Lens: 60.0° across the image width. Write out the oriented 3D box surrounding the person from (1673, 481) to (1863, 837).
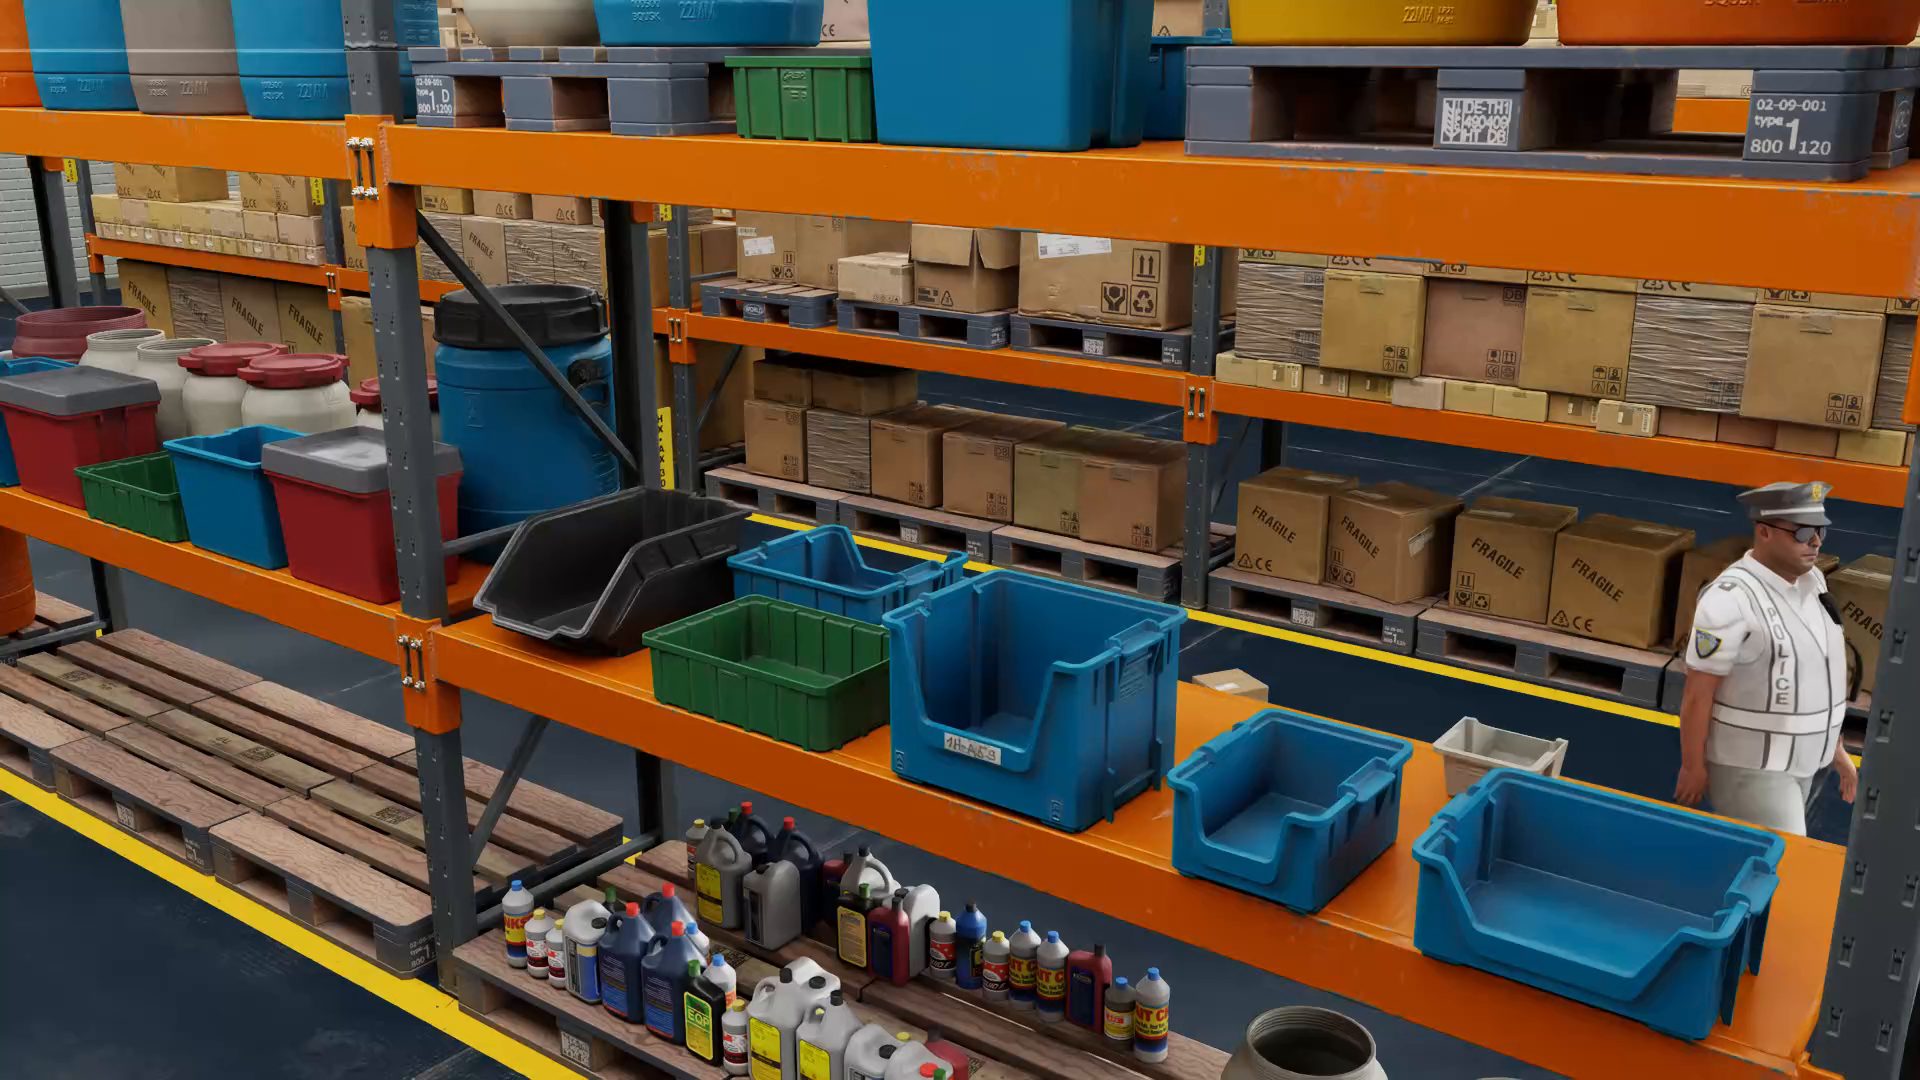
[{"bbox_3d":[2.514,0.707,5.145,0.536,1.840,0.493,-12,20,-35],"label":"person"}]
